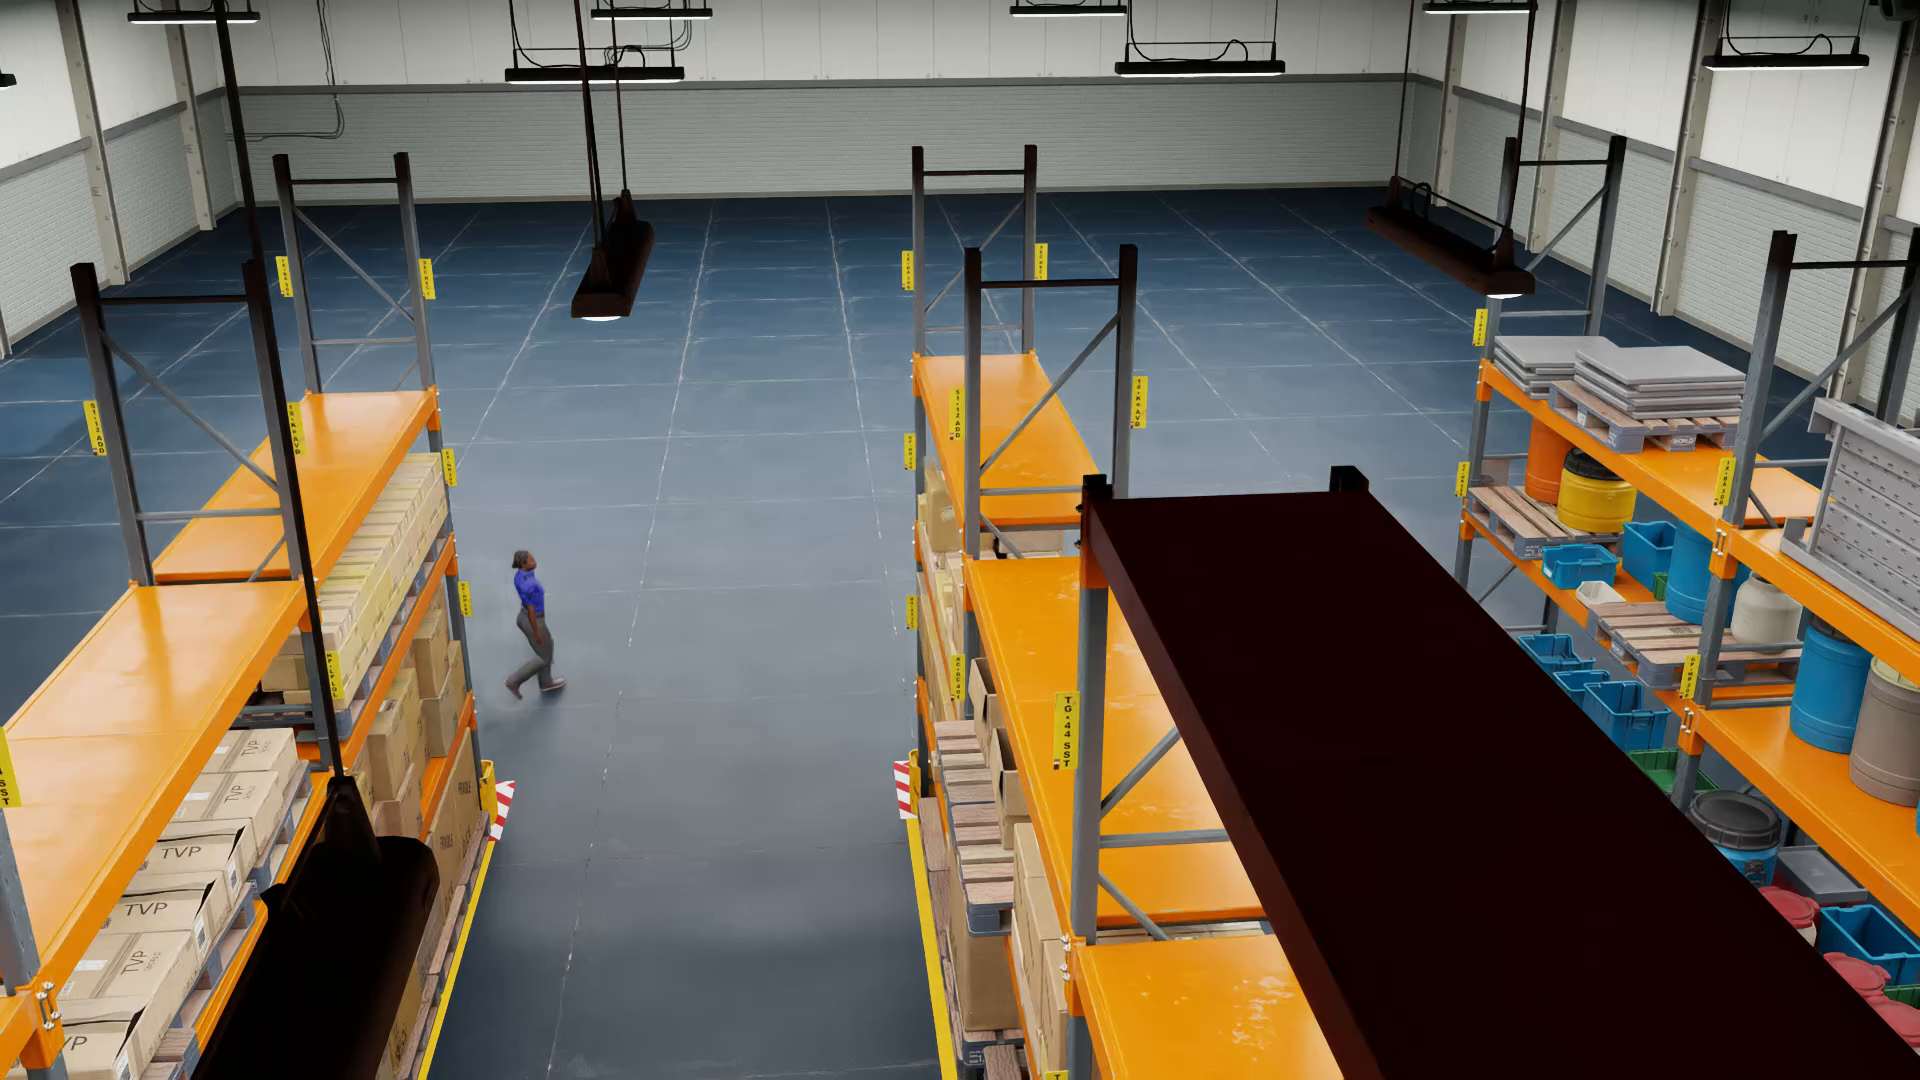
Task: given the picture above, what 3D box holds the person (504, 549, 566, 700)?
[{"bbox_3d":[-4.469,0.868,17.188,0.730,1.625,0.451,-16,27,-35],"label":"person"}]
